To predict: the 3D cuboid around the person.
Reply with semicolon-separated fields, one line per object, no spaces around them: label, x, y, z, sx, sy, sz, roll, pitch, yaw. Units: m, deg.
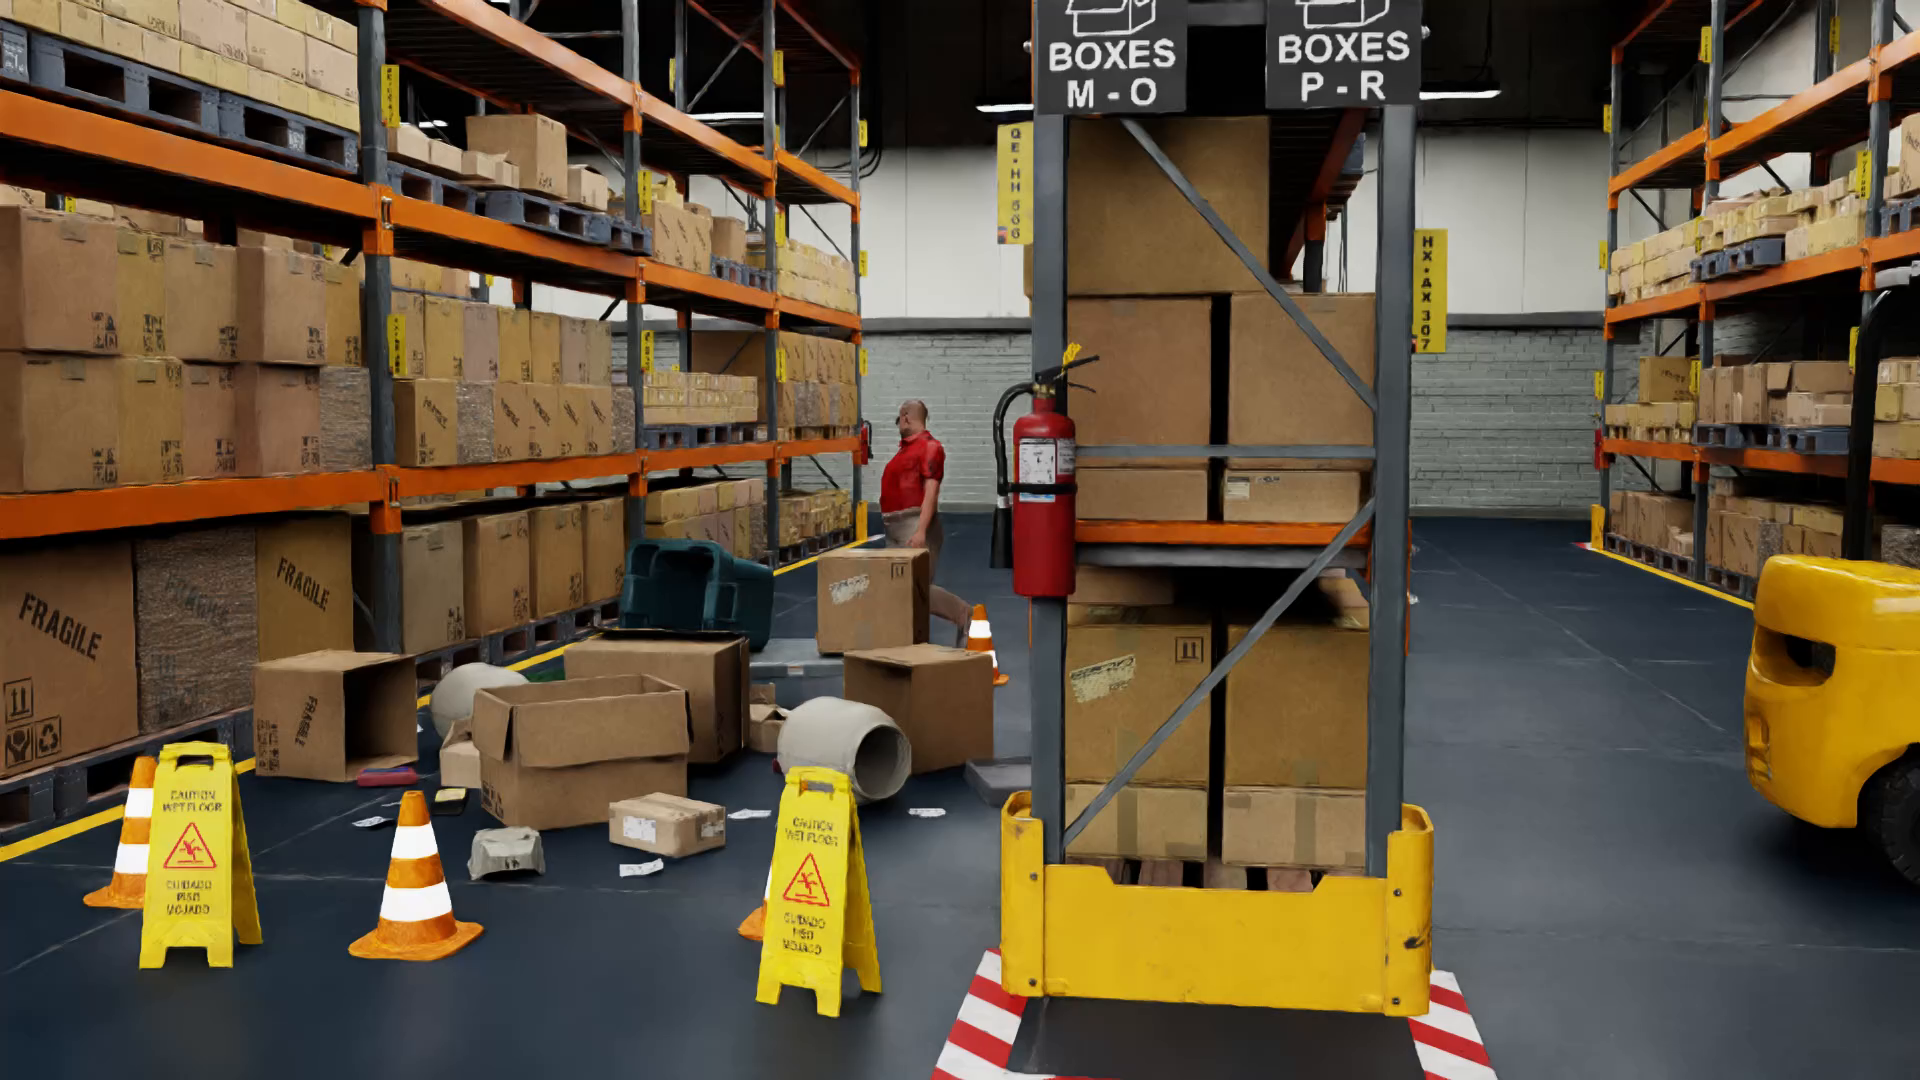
person;-0.265;-0.030;10.298;0.721;1.687;0.605;-2;5;-29
